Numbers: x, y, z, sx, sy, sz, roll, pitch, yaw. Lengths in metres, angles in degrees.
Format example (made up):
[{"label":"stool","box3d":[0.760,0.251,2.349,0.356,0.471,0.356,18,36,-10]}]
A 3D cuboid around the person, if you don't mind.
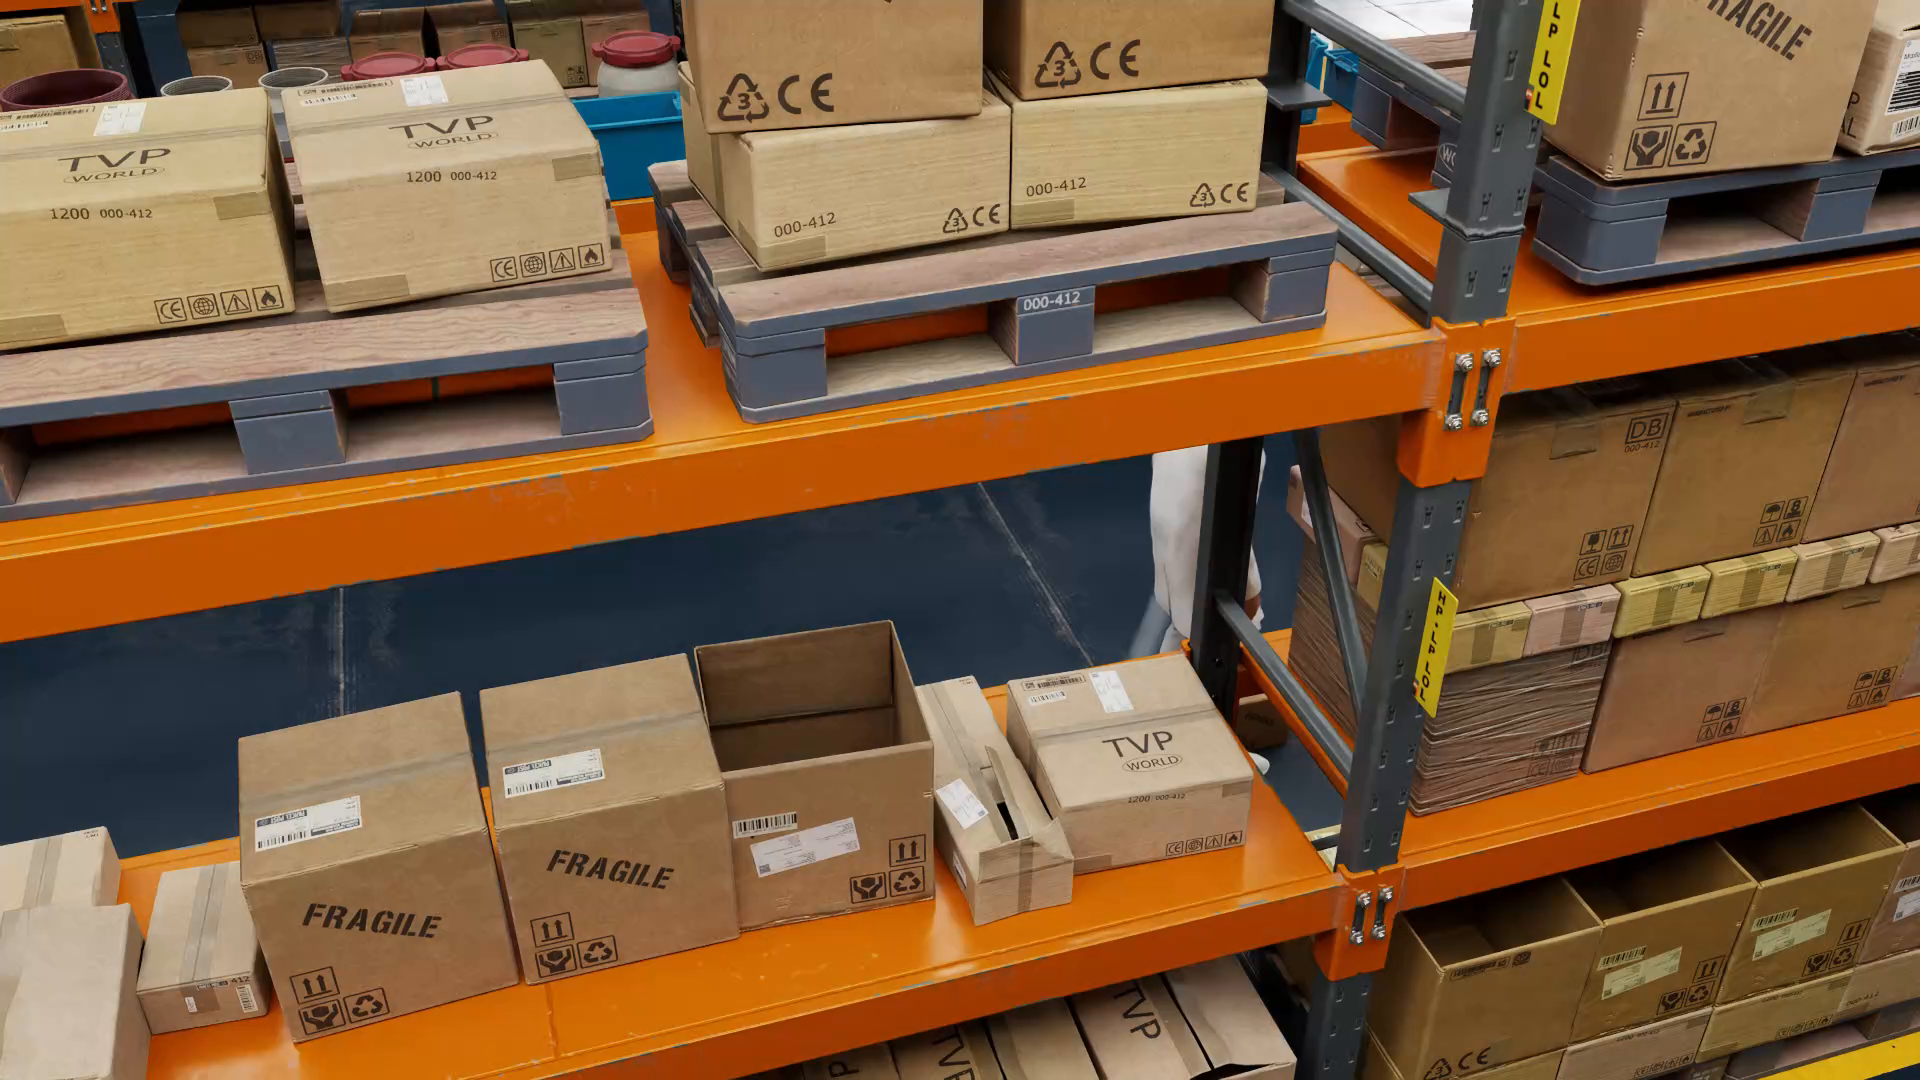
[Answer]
[{"label":"person","box3d":[0.907,0.060,6.066,0.428,1.772,0.642,-11,35,-16]}]
